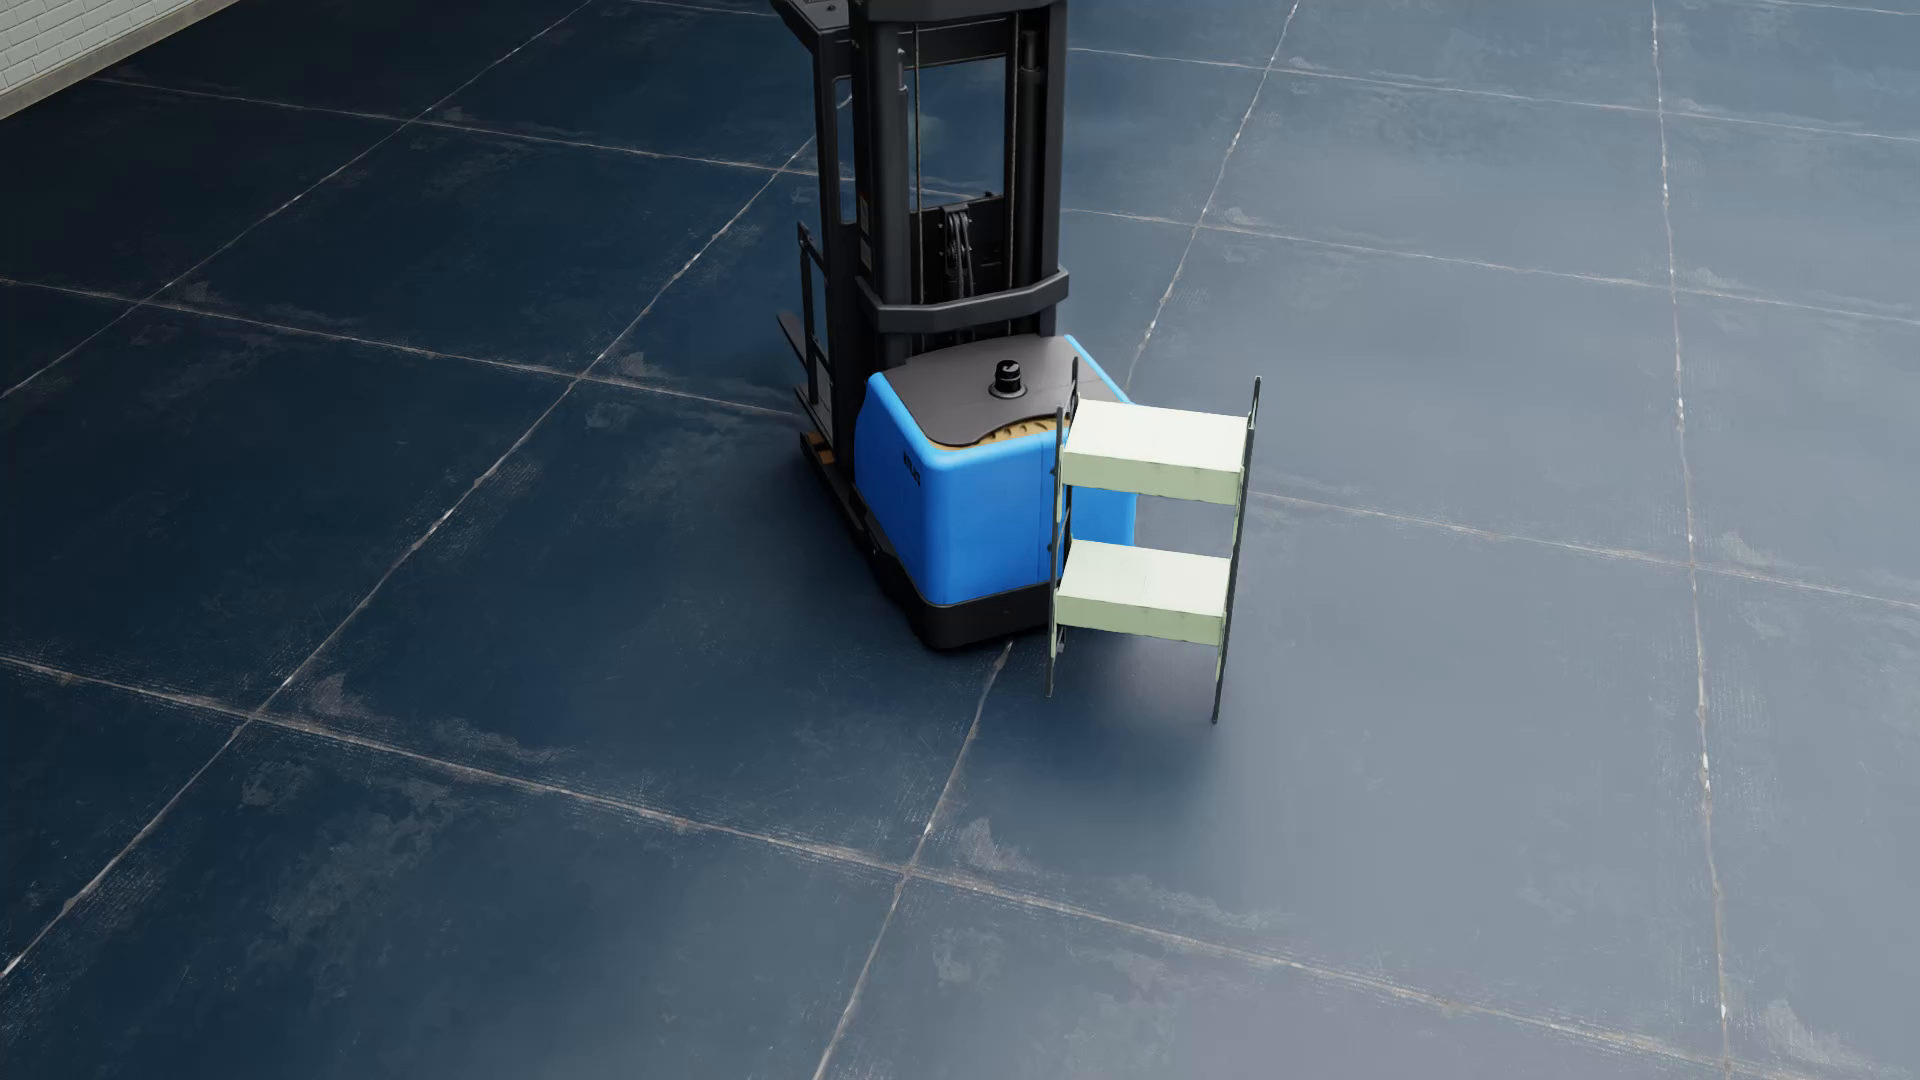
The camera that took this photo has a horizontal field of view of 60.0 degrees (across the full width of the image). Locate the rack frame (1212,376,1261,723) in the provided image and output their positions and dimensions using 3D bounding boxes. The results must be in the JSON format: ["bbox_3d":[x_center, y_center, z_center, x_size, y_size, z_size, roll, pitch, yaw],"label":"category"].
[{"bbox_3d":[1.144,0.068,6.893,0.023,1.500,0.400,7,37,10],"label":"rack frame"}]

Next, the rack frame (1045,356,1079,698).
[{"bbox_3d":[0.429,-0.025,7.019,0.023,1.500,0.400,7,37,10],"label":"rack frame"}]

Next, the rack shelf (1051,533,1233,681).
[{"bbox_3d":[0.786,0.284,7.149,0.720,0.370,0.431,7,37,10],"label":"rack shelf"}]

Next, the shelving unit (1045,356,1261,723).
[{"bbox_3d":[0.786,0.021,6.956,0.755,1.500,0.431,7,37,10],"label":"shelving unit"}]

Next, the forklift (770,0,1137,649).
[{"bbox_3d":[-0.198,-1.565,7.903,1.130,2.935,3.031,-13,38,-17],"label":"forklift"}]

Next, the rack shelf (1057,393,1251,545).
[{"bbox_3d":[0.786,-0.293,6.725,0.720,0.370,0.431,7,37,10],"label":"rack shelf"}]
